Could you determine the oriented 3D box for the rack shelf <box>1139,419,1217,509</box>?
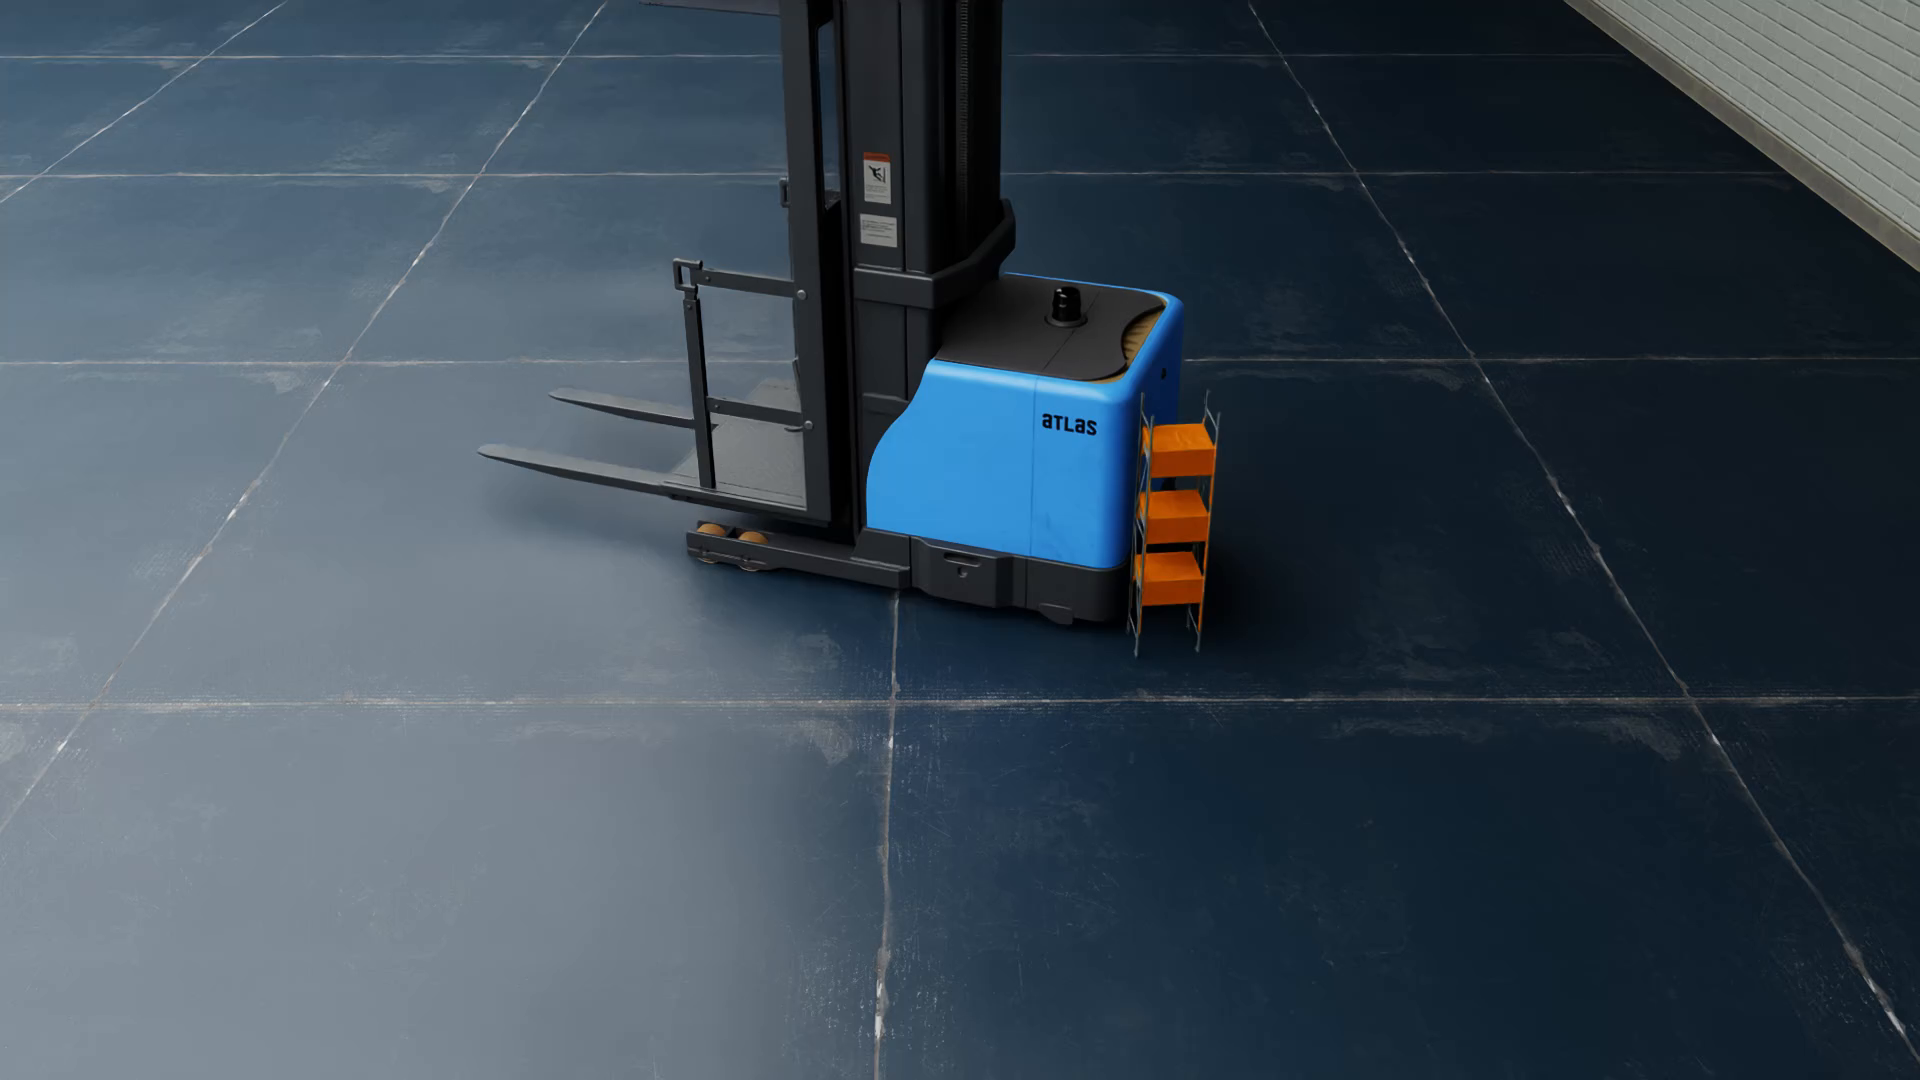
[{"bbox_3d":[0.804,-0.284,6.179,0.240,0.259,0.215,-3,31,-5],"label":"rack shelf"}]

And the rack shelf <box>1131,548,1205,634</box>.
[{"bbox_3d":[0.804,0.196,6.470,0.240,0.259,0.215,-3,31,-5],"label":"rack shelf"}]

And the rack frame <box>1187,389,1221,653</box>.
[{"bbox_3d":[0.925,-0.057,6.331,0.008,1.050,0.200,-3,31,-5],"label":"rack frame"}]

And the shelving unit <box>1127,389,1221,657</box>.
[{"bbox_3d":[0.804,-0.050,6.321,0.252,1.050,0.215,-3,31,-5],"label":"shelving unit"}]

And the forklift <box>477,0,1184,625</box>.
[{"bbox_3d":[-0.636,-1.367,6.677,3.031,2.935,1.130,10,33,16],"label":"forklift"}]

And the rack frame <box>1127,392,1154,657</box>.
[{"bbox_3d":[0.683,-0.044,6.310,0.008,1.050,0.200,-3,31,-5],"label":"rack frame"}]

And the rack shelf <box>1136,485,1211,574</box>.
[{"bbox_3d":[0.804,-0.041,6.326,0.240,0.259,0.215,-3,31,-5],"label":"rack shelf"}]
